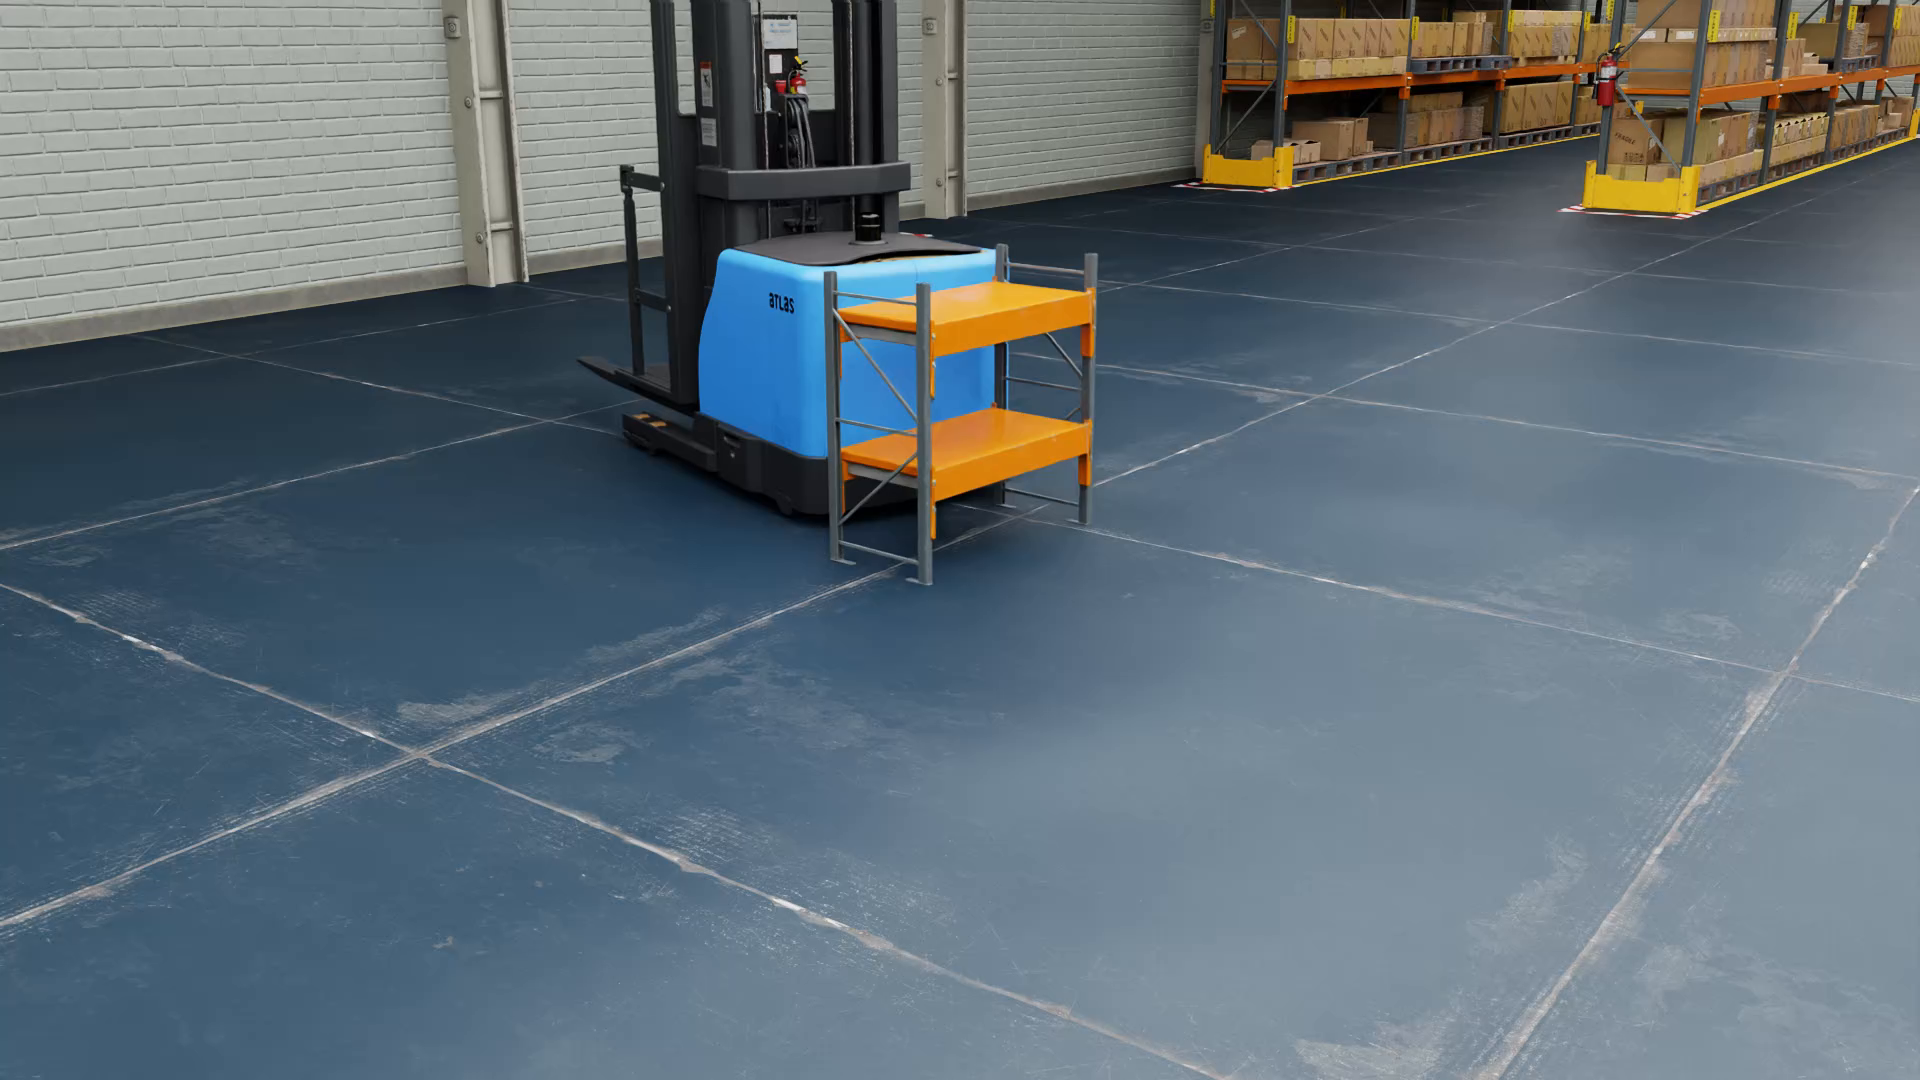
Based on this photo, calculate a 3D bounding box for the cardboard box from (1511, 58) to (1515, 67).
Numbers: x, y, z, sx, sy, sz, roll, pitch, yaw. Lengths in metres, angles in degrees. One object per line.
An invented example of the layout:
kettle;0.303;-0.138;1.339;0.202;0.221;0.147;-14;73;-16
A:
cardboard box;8.996;-7.944;27.658;0.380;0.149;0.250;13;21;35

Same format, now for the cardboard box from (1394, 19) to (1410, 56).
cardboard box;6.040;-7.135;23.616;0.500;0.500;0.500;12;21;35

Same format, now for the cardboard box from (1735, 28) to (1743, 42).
cardboard box;8.994;-5.958;19.608;0.380;0.149;0.250;13;21;35

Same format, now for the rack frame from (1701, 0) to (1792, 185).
rack frame;10.054;-6.131;21.430;1.000;3.000;0.127;12;21;35

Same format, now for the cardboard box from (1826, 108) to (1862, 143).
cardboard box;13.855;-6.528;26.180;0.500;0.500;0.500;12;21;33

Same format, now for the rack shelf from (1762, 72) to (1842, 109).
rack shelf;11.246;-6.264;23.071;1.077;0.370;4.000;12;21;35

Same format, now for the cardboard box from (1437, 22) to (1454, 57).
cardboard box;7.110;-7.673;25.485;0.700;0.500;0.500;16;24;42

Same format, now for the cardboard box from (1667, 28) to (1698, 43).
cardboard box;8.078;-5.592;18.430;0.380;0.149;0.250;12;21;34

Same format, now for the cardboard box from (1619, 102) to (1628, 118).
cardboard box;12.887;-8.686;33.165;0.700;0.500;0.500;12;21;35

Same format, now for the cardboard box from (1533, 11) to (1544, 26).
cardboard box;9.549;-8.827;28.141;0.500;0.250;0.500;13;21;35

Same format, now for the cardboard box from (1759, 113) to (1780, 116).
cardboard box;11.583;-6.040;24.118;0.500;0.311;0.500;12;21;33

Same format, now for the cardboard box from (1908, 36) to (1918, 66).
cardboard box;16.548;-8.641;29.341;0.500;0.500;0.500;13;21;35

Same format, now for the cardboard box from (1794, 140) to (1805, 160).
cardboard box;11.409;-5.438;23.124;0.500;0.250;0.500;13;21;36

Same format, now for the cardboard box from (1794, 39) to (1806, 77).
cardboard box;11.451;-6.729;23.187;0.500;0.500;0.500;11;20;32

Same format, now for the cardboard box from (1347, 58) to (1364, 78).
cardboard box;5.145;-6.418;22.571;0.500;0.250;0.500;13;21;35

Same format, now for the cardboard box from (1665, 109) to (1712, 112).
cardboard box;9.235;-5.201;21.099;0.500;0.500;0.500;12;21;35

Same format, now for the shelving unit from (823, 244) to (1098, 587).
shelving unit;0.022;-0.529;6.549;0.538;1.125;1.048;14;22;38

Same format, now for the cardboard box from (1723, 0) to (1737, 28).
cardboard box;8.600;-6.214;19.340;0.700;0.500;0.500;13;21;35

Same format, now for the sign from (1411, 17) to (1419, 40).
sign;6.514;-7.325;23.815;0.100;0.325;0.005;12;21;35

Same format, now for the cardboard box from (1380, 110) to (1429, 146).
cardboard box;6.766;-6.332;25.551;0.700;0.500;0.500;12;21;34

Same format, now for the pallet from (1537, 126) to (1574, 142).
pallet;10.441;-7.383;30.161;1.003;0.211;1.213;12;21;35

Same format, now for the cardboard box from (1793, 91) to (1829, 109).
cardboard box;13.443;-6.981;26.376;0.500;0.250;0.500;12;21;34

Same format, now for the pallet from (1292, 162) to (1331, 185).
pallet;4.248;-4.927;22.253;1.003;0.211;1.213;12;21;35

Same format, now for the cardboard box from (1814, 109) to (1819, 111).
cardboard box;13.115;-6.488;26.051;0.500;0.500;0.500;12;21;33

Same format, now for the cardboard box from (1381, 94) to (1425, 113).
cardboard box;6.759;-6.664;25.354;0.500;0.250;0.500;12;21;34

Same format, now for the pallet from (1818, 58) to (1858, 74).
pallet;12.785;-7.166;25.087;1.213;0.211;1.003;12;21;35

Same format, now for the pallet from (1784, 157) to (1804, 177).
pallet;11.188;-5.274;23.371;1.003;0.211;1.213;12;21;35

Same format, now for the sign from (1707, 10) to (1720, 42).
sign;8.113;-5.531;17.902;0.100;0.325;0.005;12;21;35

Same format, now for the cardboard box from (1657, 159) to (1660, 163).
cardboard box;8.041;-4.367;19.678;0.500;0.250;0.500;12;21;35

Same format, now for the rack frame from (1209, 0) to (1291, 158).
rack frame;3.690;-6.053;21.178;1.000;3.000;0.127;12;21;35

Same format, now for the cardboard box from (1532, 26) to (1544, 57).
cardboard box;9.568;-8.470;28.256;0.500;0.500;0.500;12;21;34

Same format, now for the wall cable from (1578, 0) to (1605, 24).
wall cable;13.227;-10.821;34.820;0.084;1.984;1.851;12;21;35

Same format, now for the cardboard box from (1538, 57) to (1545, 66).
cardboard box;9.907;-8.314;28.849;0.380;0.149;0.250;13;22;36

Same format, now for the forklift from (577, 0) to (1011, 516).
forklift;-1.012;-1.882;7.861;1.130;2.935;3.031;-11;20;-32

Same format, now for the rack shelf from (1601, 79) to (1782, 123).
rack shelf;8.863;-5.312;20.003;1.077;0.370;4.000;12;21;35

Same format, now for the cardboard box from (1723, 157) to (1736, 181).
cardboard box;9.064;-4.512;20.142;0.500;0.250;0.500;12;21;35

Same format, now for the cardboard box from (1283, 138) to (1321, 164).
cardboard box;4.515;-5.264;22.429;0.500;0.311;0.500;15;22;39

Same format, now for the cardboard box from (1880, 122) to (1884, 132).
cardboard box;15.752;-7.163;28.789;0.380;0.166;0.250;12;21;35

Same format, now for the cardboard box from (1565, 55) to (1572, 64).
cardboard box;10.735;-8.606;29.789;0.380;0.149;0.250;13;21;36

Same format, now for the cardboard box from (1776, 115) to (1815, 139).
cardboard box;11.716;-5.826;23.431;0.500;0.311;0.500;12;21;34

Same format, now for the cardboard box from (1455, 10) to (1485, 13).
cardboard box;8.519;-8.670;27.636;0.500;0.250;0.500;13;22;36

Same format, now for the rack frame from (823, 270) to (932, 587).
rack frame;-0.305;-0.413;6.177;0.500;1.125;0.032;14;22;38

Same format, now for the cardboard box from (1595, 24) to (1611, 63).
cardboard box;11.616;-9.354;31.301;0.980;0.700;0.700;12;21;33

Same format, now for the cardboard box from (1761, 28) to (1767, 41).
cardboard box;9.761;-6.265;20.598;0.380;0.149;0.250;12;21;33

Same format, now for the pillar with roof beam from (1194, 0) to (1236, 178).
pillar with roof beam;6.870;-8.477;18.868;9.100;9.000;0.400;12;21;35

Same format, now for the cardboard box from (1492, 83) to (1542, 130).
cardboard box;9.528;-7.492;28.728;0.750;0.750;0.750;12;21;34

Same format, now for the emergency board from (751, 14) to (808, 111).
emergency board;-1.665;-4.362;15.732;0.194;1.169;0.643;12;21;35

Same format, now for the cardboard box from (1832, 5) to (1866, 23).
cardboard box;14.914;-8.728;27.938;0.500;0.500;0.500;13;21;35

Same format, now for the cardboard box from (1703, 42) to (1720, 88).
cardboard box;8.268;-5.461;19.104;0.700;0.500;0.500;13;22;36

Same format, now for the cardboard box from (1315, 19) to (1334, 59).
cardboard box;4.519;-6.526;21.655;0.500;0.500;0.500;12;21;35

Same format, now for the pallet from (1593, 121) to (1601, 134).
pallet;12.083;-8.039;32.274;1.003;0.211;1.213;12;21;35

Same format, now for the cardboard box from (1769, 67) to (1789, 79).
cardboard box;10.746;-6.186;22.031;0.380;0.149;0.250;12;21;35

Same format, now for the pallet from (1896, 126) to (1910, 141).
pallet;16.685;-7.450;30.377;1.003;0.211;1.213;12;21;35

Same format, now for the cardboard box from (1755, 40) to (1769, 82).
cardboard box;9.795;-6.072;21.072;0.700;0.500;0.500;12;21;33

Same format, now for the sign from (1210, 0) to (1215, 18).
sign;3.257;-6.860;21.291;0.100;0.325;0.005;12;21;35

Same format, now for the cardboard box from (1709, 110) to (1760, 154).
cardboard box;9.646;-5.111;20.808;0.500;0.500;0.500;12;21;35

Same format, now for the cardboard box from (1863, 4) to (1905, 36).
cardboard box;15.328;-8.625;27.604;0.500;0.500;0.500;13;22;36
